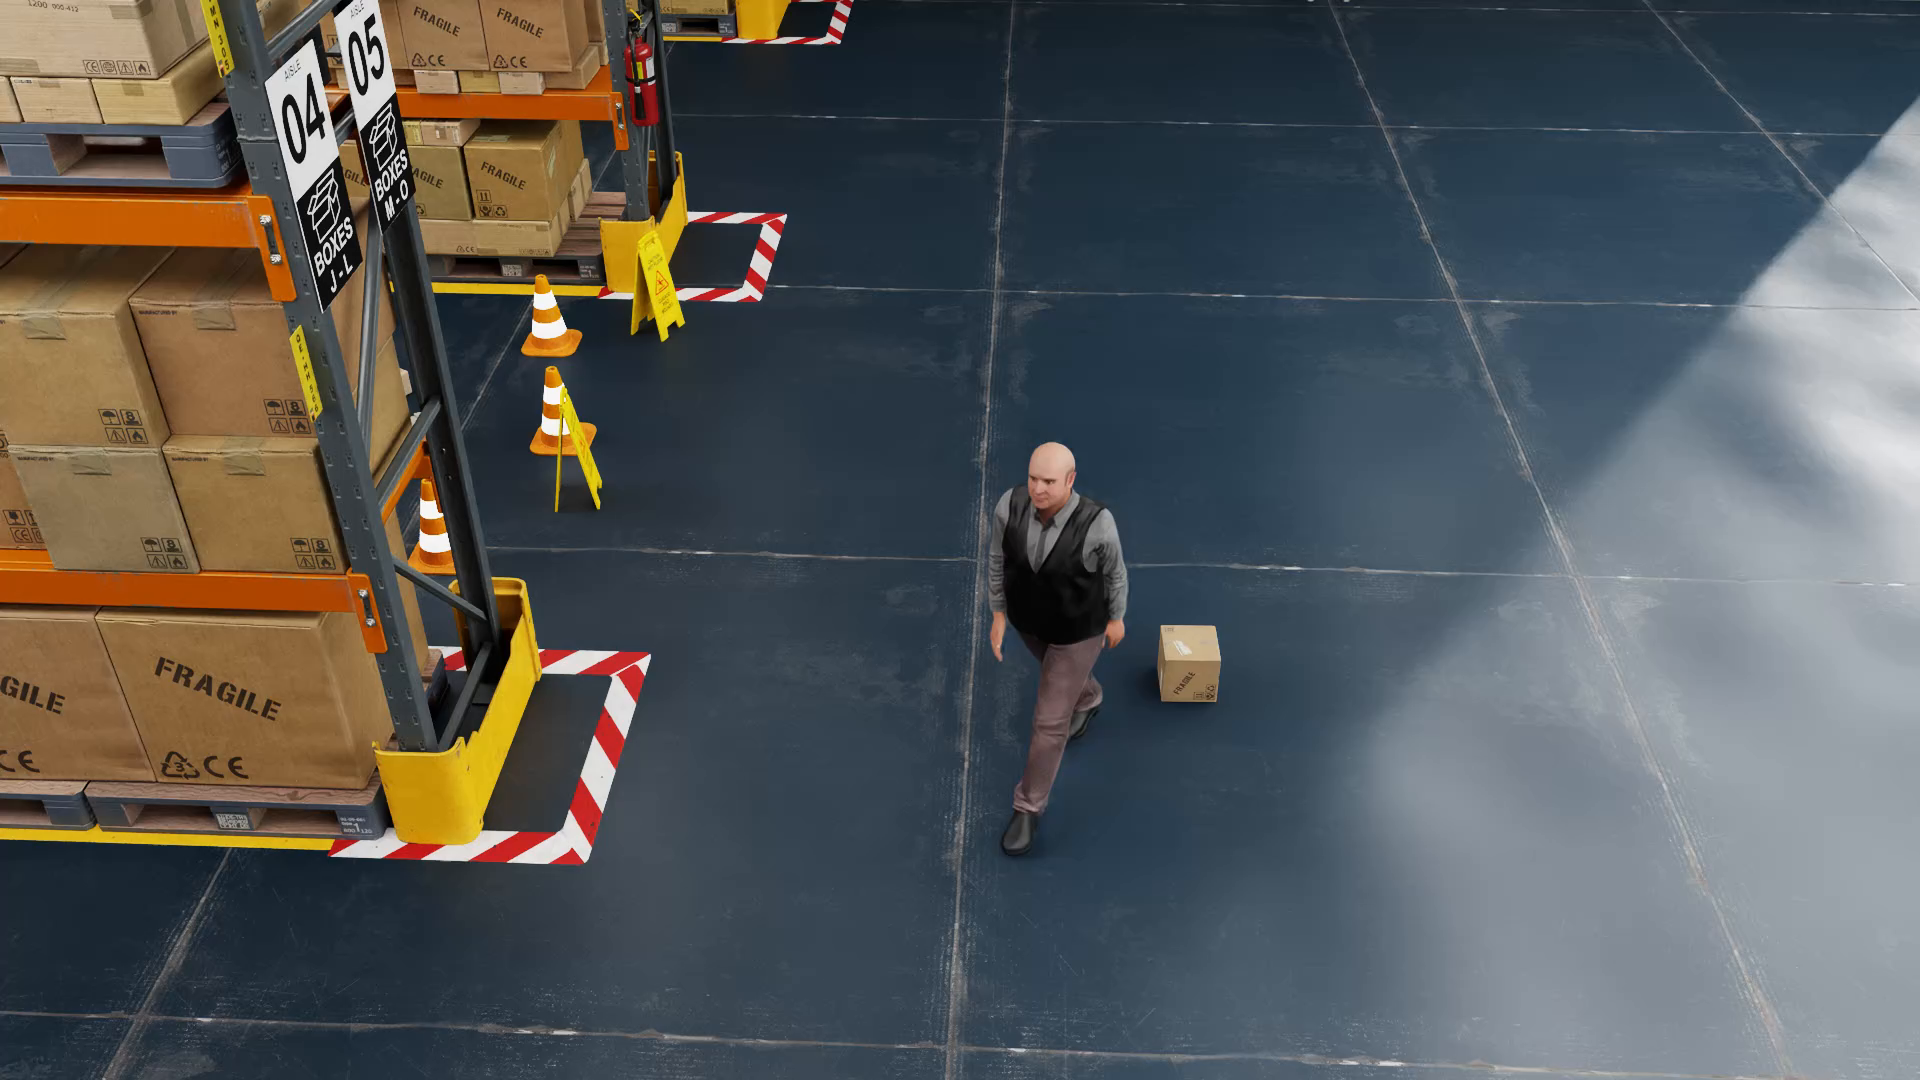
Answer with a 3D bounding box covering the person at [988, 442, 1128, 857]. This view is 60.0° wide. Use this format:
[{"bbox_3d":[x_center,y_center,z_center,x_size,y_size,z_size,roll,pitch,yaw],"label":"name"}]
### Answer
[{"bbox_3d":[0.346,0.331,6.669,0.537,1.657,1.033,22,41,28],"label":"person"}]
